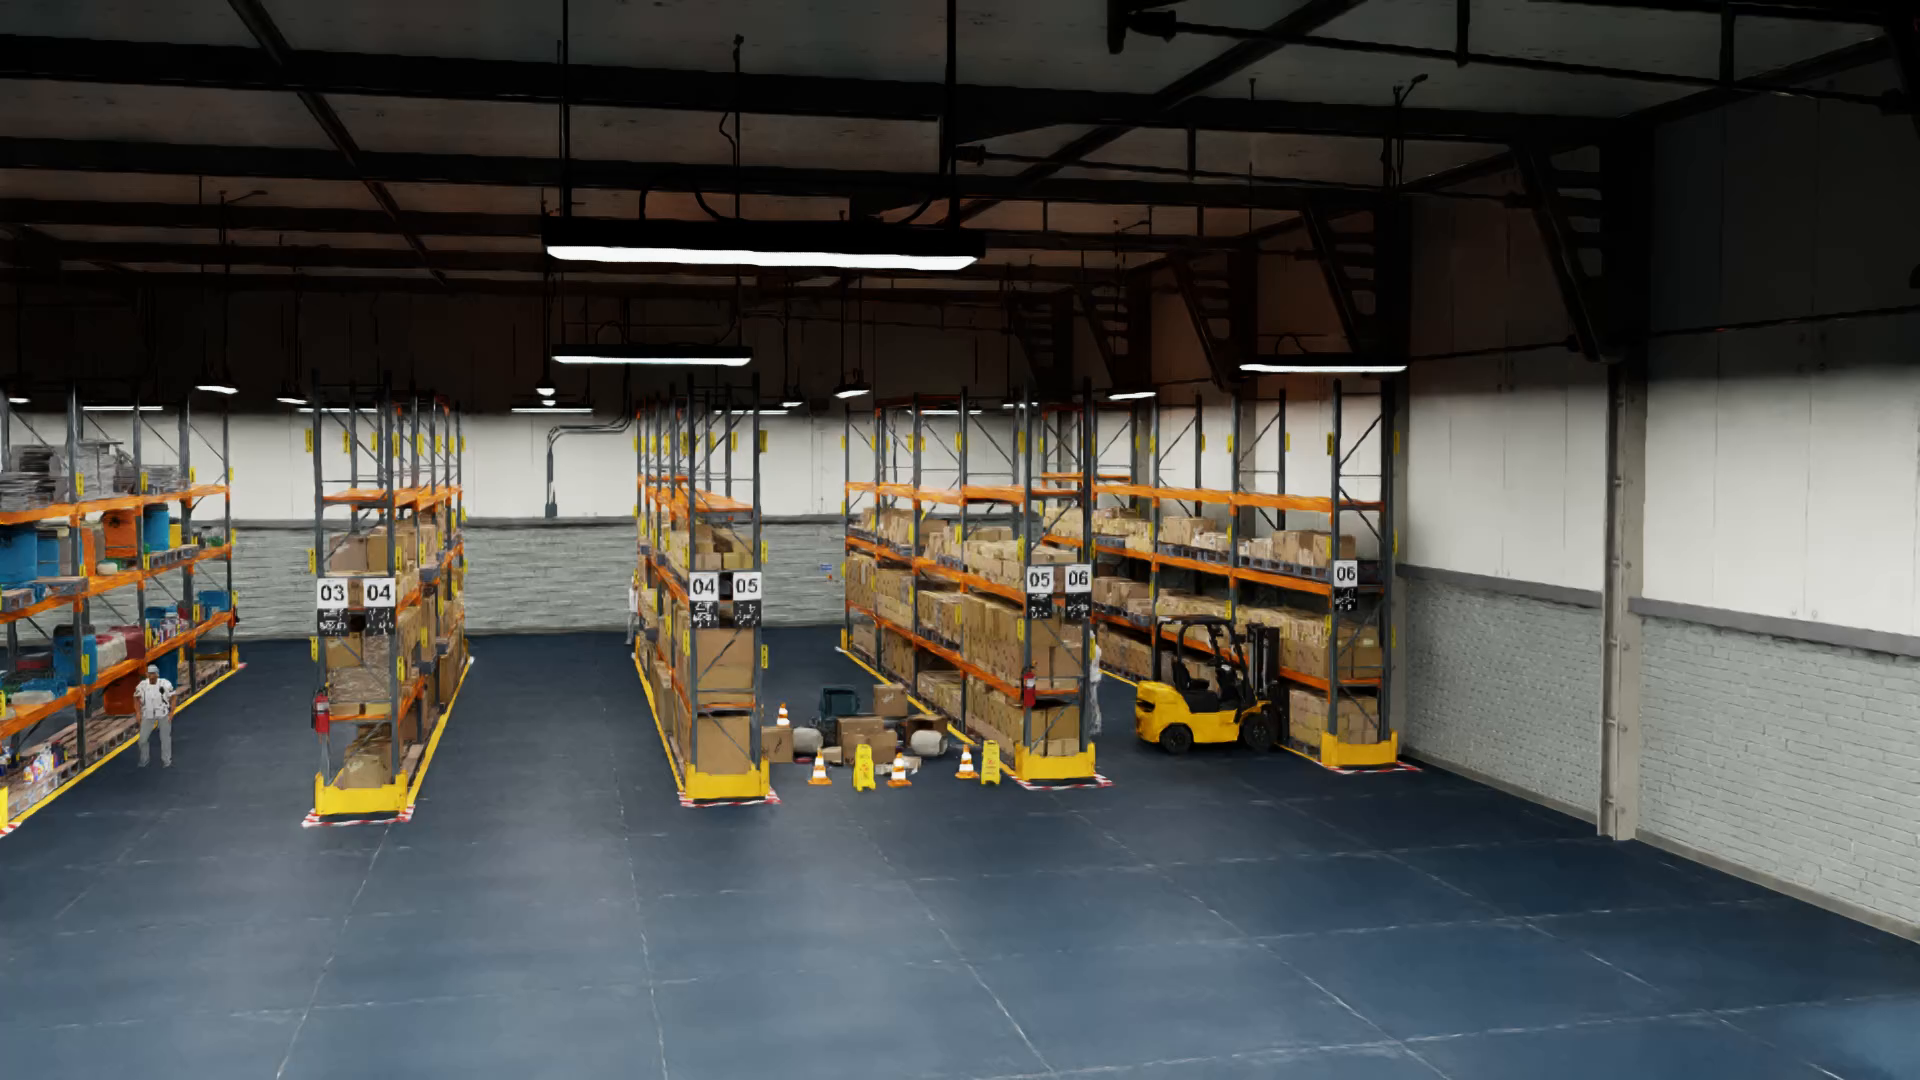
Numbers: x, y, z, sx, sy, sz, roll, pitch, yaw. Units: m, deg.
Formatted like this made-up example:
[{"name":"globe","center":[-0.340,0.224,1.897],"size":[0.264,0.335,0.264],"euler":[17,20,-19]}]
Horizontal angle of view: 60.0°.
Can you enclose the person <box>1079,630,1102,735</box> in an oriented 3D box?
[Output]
[{"name":"person","center":[2.205,2.434,28.750],"size":[0.583,1.782,0.665],"euler":[1,3,19]}]

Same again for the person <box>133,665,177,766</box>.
[{"name":"person","center":[-12.461,2.719,25.733],"size":[0.626,1.610,0.565],"euler":[-1,3,-18]}]

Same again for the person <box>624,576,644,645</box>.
[{"name":"person","center":[-8.056,1.744,41.650],"size":[0.574,1.721,0.955],"euler":[0,3,8]}]
